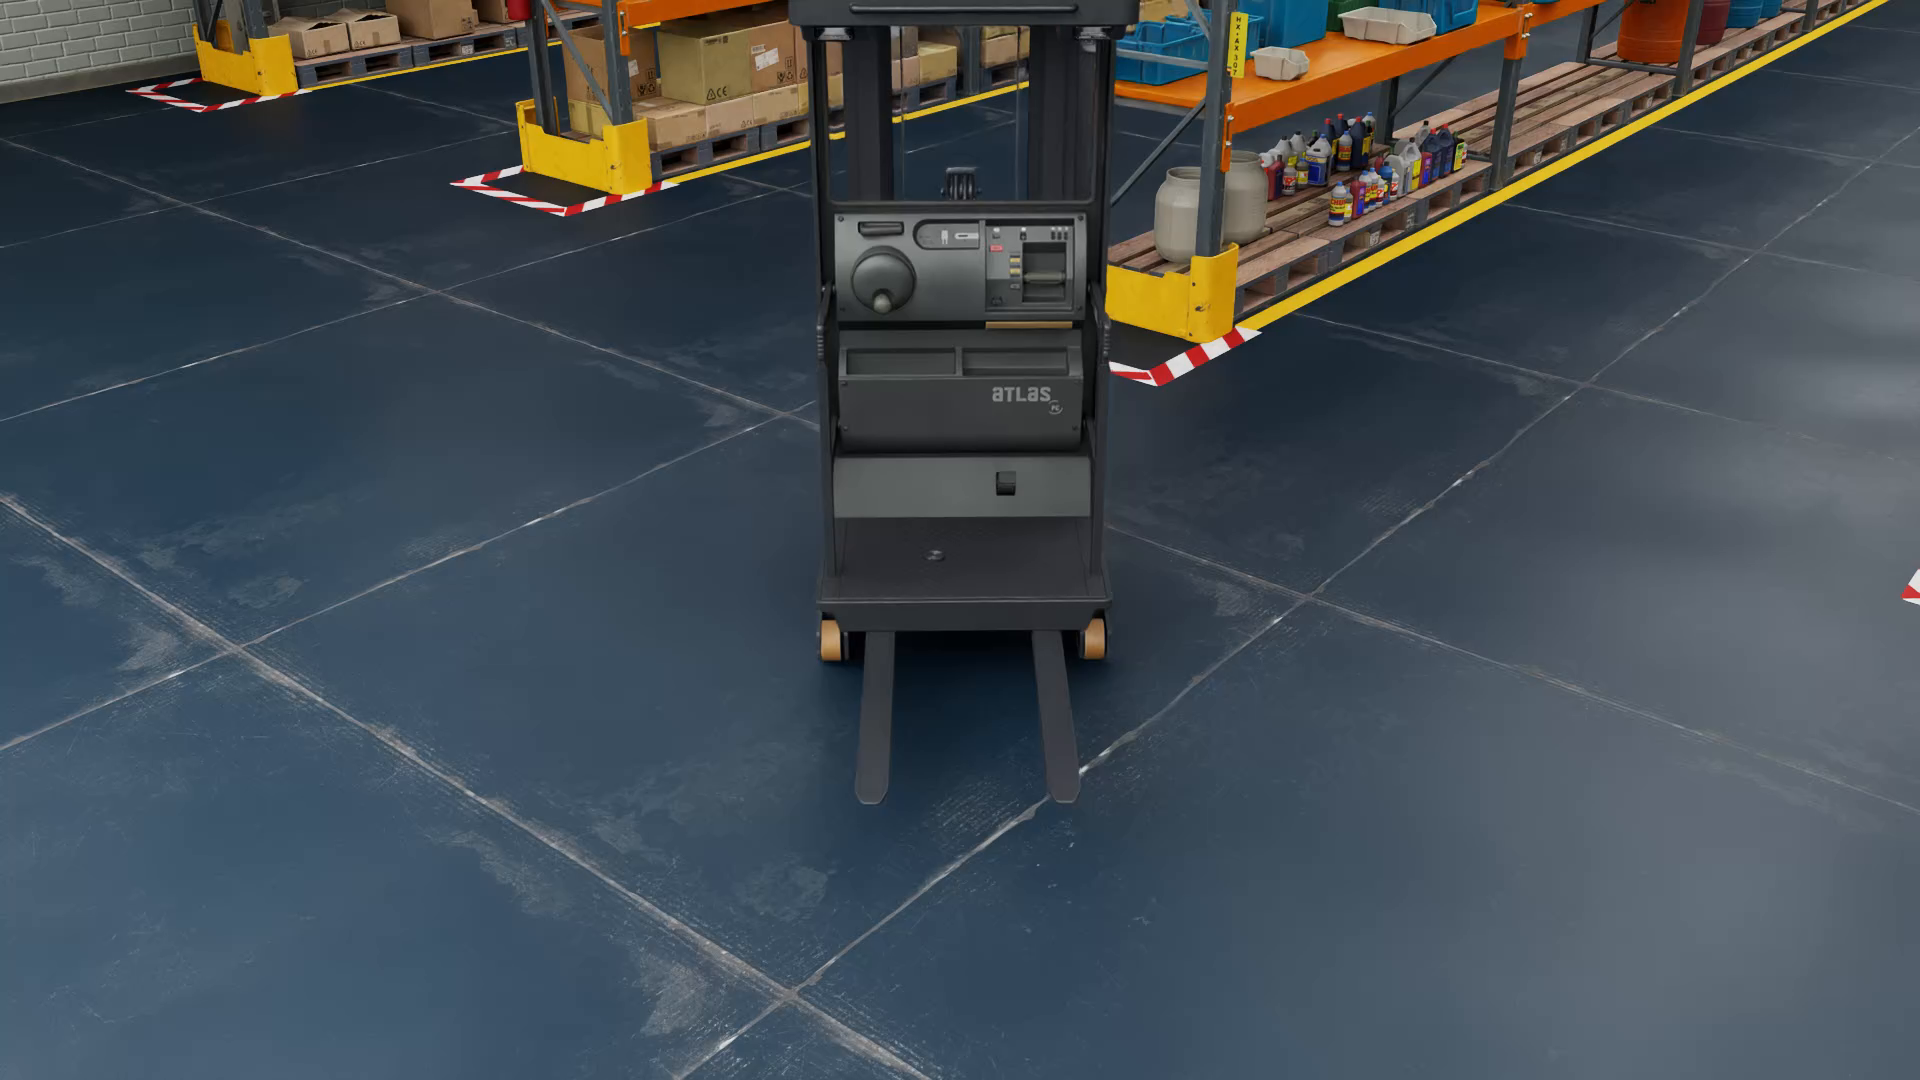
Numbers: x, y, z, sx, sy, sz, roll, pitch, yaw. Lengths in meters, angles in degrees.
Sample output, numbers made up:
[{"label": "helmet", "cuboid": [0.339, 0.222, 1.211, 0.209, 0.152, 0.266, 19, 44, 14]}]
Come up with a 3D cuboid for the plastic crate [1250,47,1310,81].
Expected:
[{"label": "plastic crate", "cuboid": [1.843, -2.728, 9.545, 0.298, 0.136, 0.250, 21, 34, 34]}]

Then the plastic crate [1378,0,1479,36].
[{"label": "plastic crate", "cuboid": [3.075, -3.502, 10.917, 0.499, 0.251, 0.616, 21, 34, 34]}]

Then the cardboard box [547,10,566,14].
[{"label": "cardboard box", "cuboid": [-4.392, -5.674, 17.558, 0.380, 0.166, 0.250, 16, 31, 28]}]

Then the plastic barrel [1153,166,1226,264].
[{"label": "plastic barrel", "cuboid": [1.385, -1.959, 10.022, 0.421, 0.512, 0.421, 0, 27, 0]}]

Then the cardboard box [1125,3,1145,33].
[{"label": "cardboard box", "cuboid": [1.501, -5.253, 16.675, 0.500, 0.250, 0.500, 22, 34, 36]}]

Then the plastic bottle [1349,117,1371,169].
[{"label": "plastic bottle", "cuboid": [2.847, -2.852, 11.902, 0.144, 0.351, 0.185, 21, 34, 34]}]

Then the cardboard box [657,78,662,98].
[{"label": "cardboard box", "cuboid": [-2.372, -3.493, 13.273, 0.500, 0.250, 0.500, 21, 34, 34]}]

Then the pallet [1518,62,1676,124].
[{"label": "pallet", "cuboid": [5.591, -3.956, 14.668, 1.003, 0.211, 1.213, 21, 34, 34]}]

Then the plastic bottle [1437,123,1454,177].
[{"label": "plastic bottle", "cuboid": [3.383, -2.746, 11.698, 0.144, 0.351, 0.185, 20, 33, 33]}]

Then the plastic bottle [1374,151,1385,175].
[{"label": "plastic bottle", "cuboid": [2.866, -2.508, 11.311, 0.061, 0.283, 0.133, 21, 34, 34]}]

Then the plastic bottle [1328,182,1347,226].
[{"label": "plastic bottle", "cuboid": [2.419, -2.157, 10.645, 0.097, 0.271, 0.097, 0, 27, 0]}]

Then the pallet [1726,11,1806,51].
[{"label": "pallet", "cuboid": [8.135, -5.376, 17.413, 1.003, 0.211, 1.213, 21, 34, 34]}]

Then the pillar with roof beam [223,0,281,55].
[{"label": "pillar with roof beam", "cuboid": [-3.519, -7.424, 11.808, 9.100, 9.000, 0.400, 21, 34, 34]}]

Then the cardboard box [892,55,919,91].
[{"label": "cardboard box", "cuboid": [-0.702, -4.051, 14.352, 0.500, 0.250, 0.500, 21, 34, 34]}]

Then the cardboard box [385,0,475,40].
[{"label": "cardboard box", "cuboid": [-5.242, -5.269, 16.412, 0.700, 0.500, 0.500, 18, 33, 31]}]

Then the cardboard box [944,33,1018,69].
[{"label": "cardboard box", "cuboid": [0.198, -4.525, 15.267, 0.500, 0.250, 0.500, 20, 33, 33]}]

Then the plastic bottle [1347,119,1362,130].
[{"label": "plastic bottle", "cuboid": [2.844, -2.918, 12.111, 0.152, 0.276, 0.135, 22, 35, 36]}]

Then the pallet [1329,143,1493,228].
[{"label": "pallet", "cuboid": [3.111, -2.575, 11.998, 1.003, 0.211, 1.213, 21, 34, 34]}]

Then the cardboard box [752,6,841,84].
[{"label": "cardboard box", "cuboid": [-1.325, -4.025, 13.485, 0.500, 0.500, 0.500, 21, 34, 34]}]

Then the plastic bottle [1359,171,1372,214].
[{"label": "plastic bottle", "cuboid": [2.637, -2.278, 10.880, 0.097, 0.271, 0.097, 0, 27, 0]}]

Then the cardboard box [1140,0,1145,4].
[{"label": "cardboard box", "cuboid": [1.502, -5.499, 16.541, 0.500, 0.311, 0.500, 20, 34, 34]}]

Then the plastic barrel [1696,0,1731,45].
[{"label": "plastic barrel", "cuboid": [7.131, -5.152, 16.112, 0.600, 0.588, 0.708, 21, 34, 34]}]

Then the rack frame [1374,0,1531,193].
[{"label": "rack frame", "cuboid": [3.570, -4.040, 11.794, 1.000, 3.000, 0.127, 21, 34, 34]}]

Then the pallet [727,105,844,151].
[{"label": "pallet", "cuboid": [-1.564, -3.546, 13.875, 1.003, 0.211, 1.213, 21, 34, 34]}]

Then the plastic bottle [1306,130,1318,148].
[{"label": "plastic bottle", "cuboid": [2.479, -2.750, 11.780, 0.061, 0.283, 0.133, 23, 35, 37]}]

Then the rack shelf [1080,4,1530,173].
[{"label": "rack shelf", "cuboid": [2.298, -3.011, 10.589, 1.077, 0.370, 4.000, 21, 34, 34]}]

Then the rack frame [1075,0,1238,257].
[{"label": "rack frame", "cuboid": [1.026, -2.622, 9.053, 1.000, 3.000, 0.127, 21, 34, 34]}]

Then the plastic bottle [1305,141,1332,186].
[{"label": "plastic bottle", "cuboid": [2.476, -2.608, 11.513, 0.152, 0.276, 0.135, 21, 34, 34]}]

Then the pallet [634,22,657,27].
[{"label": "pallet", "cuboid": [-3.581, -5.973, 18.567, 1.003, 0.211, 1.213, 21, 34, 34]}]

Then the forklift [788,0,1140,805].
[{"label": "forklift", "cuboid": [0.008, -0.980, 5.955, 1.130, 2.935, 3.031, 0, 27, -1]}]

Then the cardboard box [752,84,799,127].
[{"label": "cardboard box", "cuboid": [-1.648, -3.516, 13.318, 0.500, 0.250, 0.500, 21, 34, 34]}]

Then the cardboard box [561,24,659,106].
[{"label": "cardboard box", "cuboid": [-2.683, -3.646, 12.753, 0.500, 0.500, 0.500, 21, 34, 34]}]

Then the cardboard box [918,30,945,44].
[{"label": "cardboard box", "cuboid": [-0.210, -4.686, 15.579, 0.500, 0.250, 0.500, 20, 34, 34]}]

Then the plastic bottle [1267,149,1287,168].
[{"label": "plastic bottle", "cuboid": [2.125, -2.517, 11.336, 0.152, 0.276, 0.135, 20, 33, 33]}]

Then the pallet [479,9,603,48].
[{"label": "pallet", "cuboid": [-4.475, -5.448, 17.552, 1.003, 0.211, 1.213, 21, 34, 34]}]

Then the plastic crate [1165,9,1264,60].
[{"label": "plastic crate", "cuboid": [1.531, -3.049, 10.041, 0.499, 0.251, 0.408, 21, 34, 34]}]

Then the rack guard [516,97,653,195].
[{"label": "rack guard", "cuboid": [-2.809, -2.952, 12.412, 1.175, 0.500, 0.348, 21, 34, 34]}]

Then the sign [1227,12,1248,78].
[{"label": "sign", "cuboid": [1.447, -2.582, 8.676, 0.100, 0.325, 0.005, 21, 34, 34]}]

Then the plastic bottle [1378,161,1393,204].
[{"label": "plastic bottle", "cuboid": [2.830, -2.386, 11.088, 0.097, 0.271, 0.097, 0, 27, 0]}]

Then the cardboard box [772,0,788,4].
[{"label": "cardboard box", "cuboid": [-1.422, -4.360, 14.132, 0.500, 0.500, 0.500, 21, 34, 34]}]

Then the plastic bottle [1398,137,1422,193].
[{"label": "plastic bottle", "cuboid": [3.055, -2.564, 11.345, 0.144, 0.351, 0.185, 21, 34, 34]}]

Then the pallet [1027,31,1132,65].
[{"label": "pallet", "cuboid": [0.964, -4.957, 16.603, 1.003, 0.211, 1.213, 21, 34, 34]}]

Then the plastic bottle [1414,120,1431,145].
[{"label": "plastic bottle", "cuboid": [3.271, -2.788, 11.779, 0.144, 0.351, 0.185, 21, 34, 34]}]
